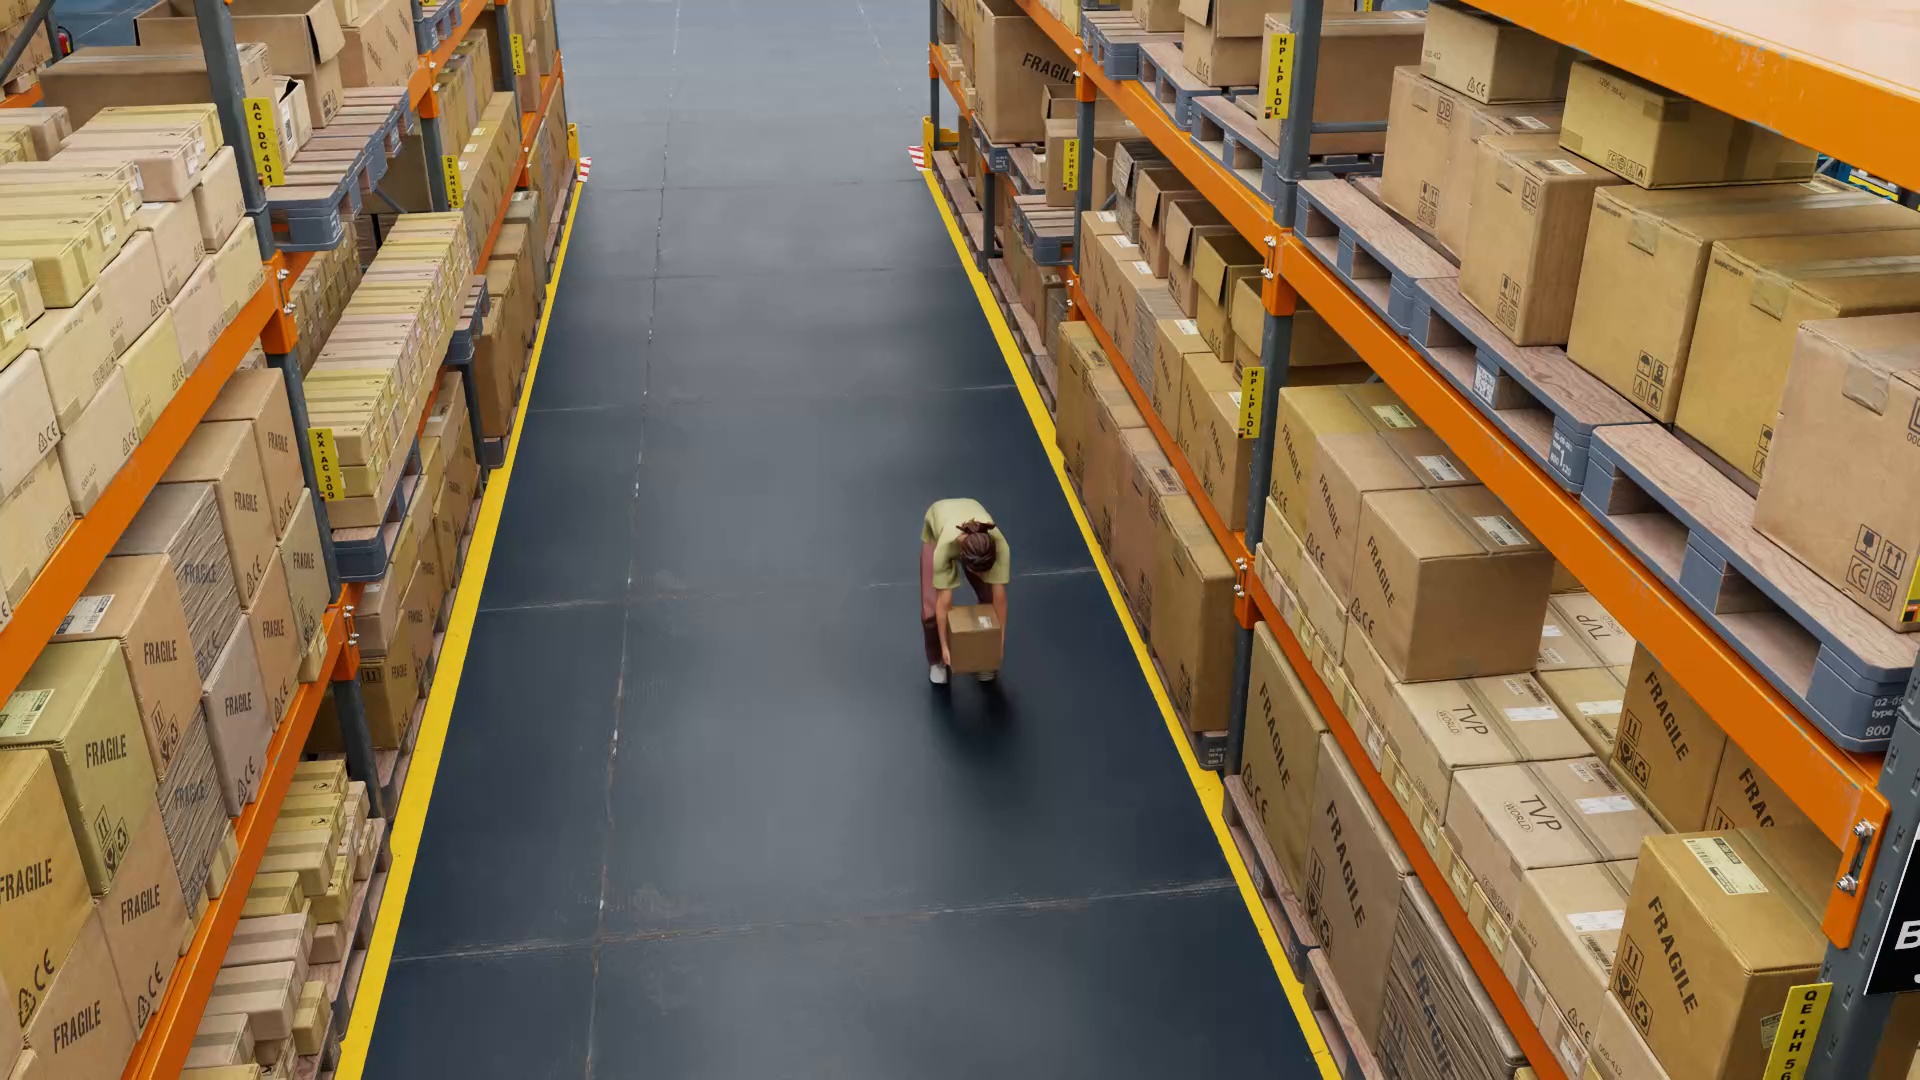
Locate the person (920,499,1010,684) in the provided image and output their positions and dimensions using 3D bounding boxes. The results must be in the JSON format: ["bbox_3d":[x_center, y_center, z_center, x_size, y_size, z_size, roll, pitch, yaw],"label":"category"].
[{"bbox_3d":[0.032,0.305,8.641,0.451,1.114,0.857,-5,28,-9],"label":"person"}]
